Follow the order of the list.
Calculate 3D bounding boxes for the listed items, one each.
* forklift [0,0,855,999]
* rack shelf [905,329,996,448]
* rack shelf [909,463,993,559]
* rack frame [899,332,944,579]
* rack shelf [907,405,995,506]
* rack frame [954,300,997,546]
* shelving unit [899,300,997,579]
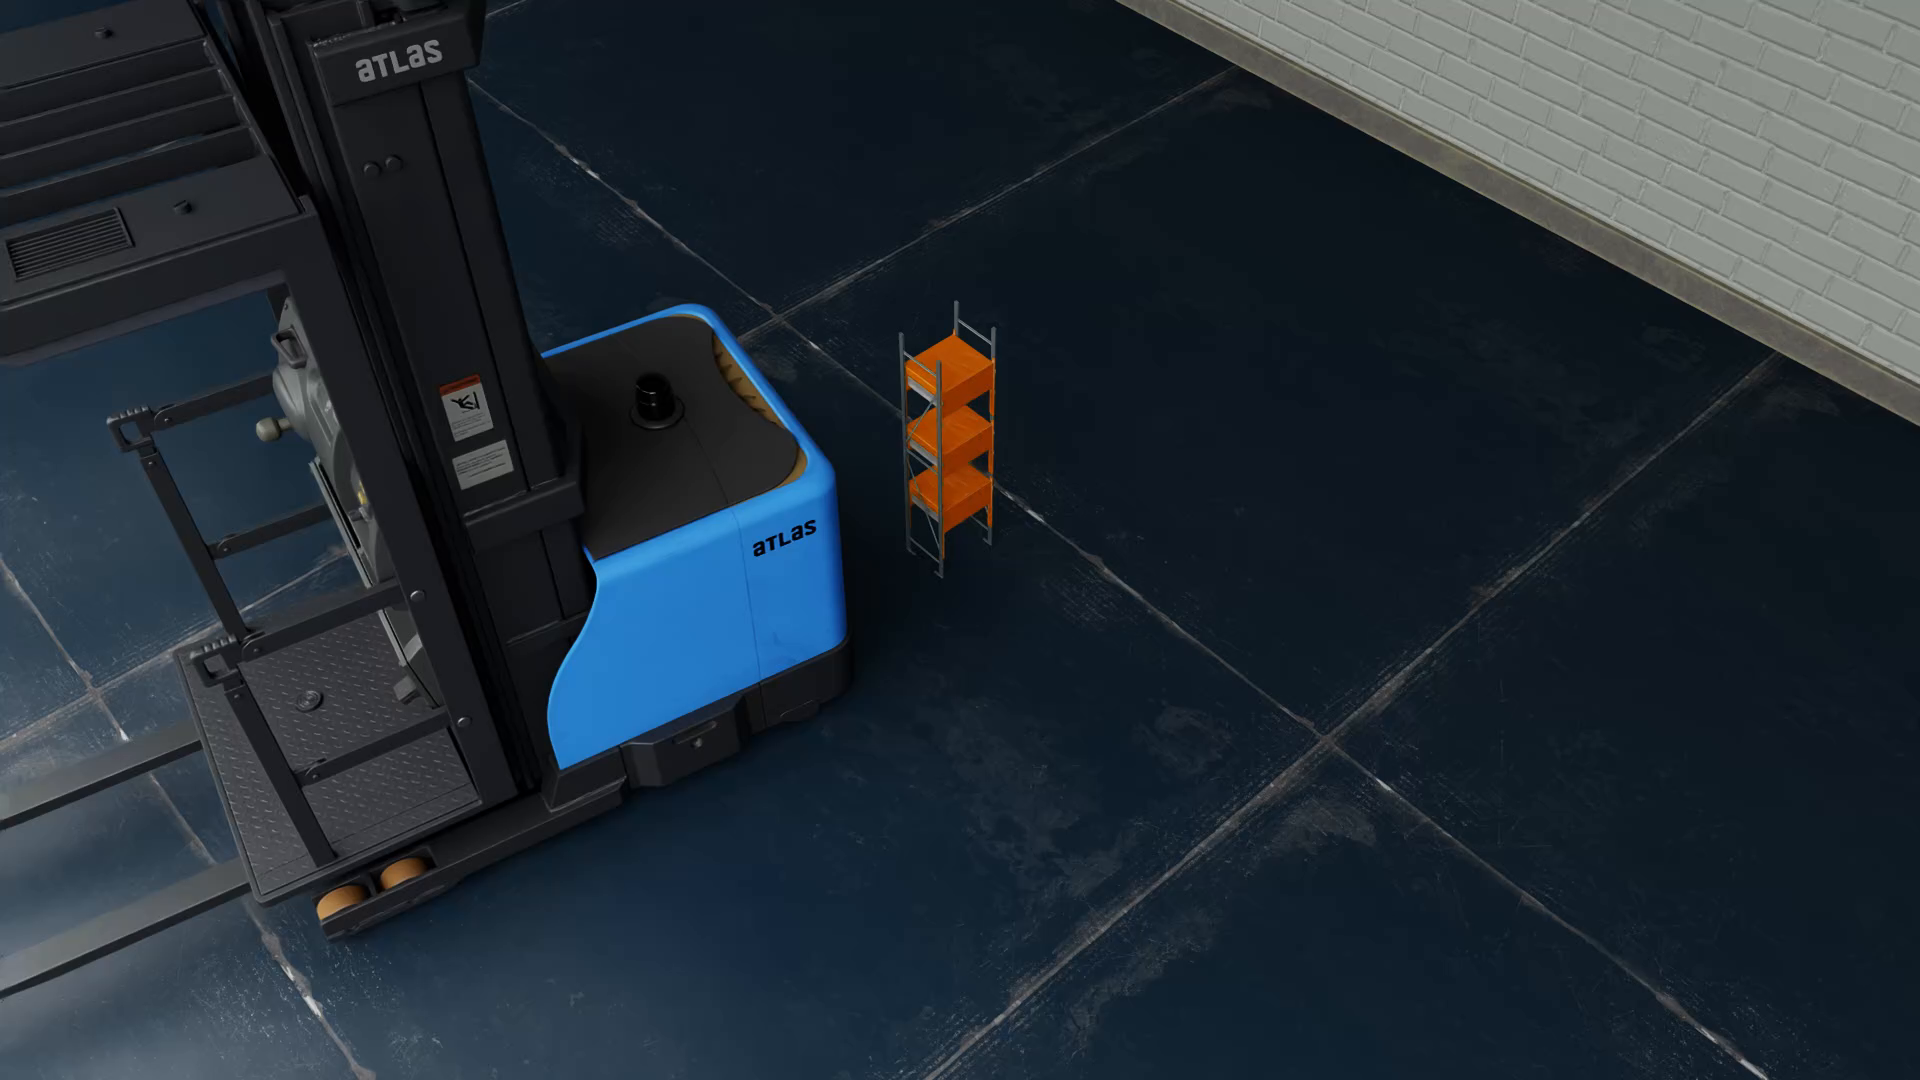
[{"bbox_3d":[-1.892,-0.222,4.460,3.031,2.935,1.130,-23,52,-20],"label":"forklift"},{"bbox_3d":[-0.040,-0.515,5.639,0.240,0.259,0.215,-34,56,-27],"label":"rack shelf"},{"bbox_3d":[-0.040,-0.134,6.052,0.240,0.259,0.215,-34,56,-27],"label":"rack shelf"},{"bbox_3d":[-0.130,-0.269,5.784,0.008,1.050,0.200,-34,56,-27],"label":"rack frame"},{"bbox_3d":[-0.040,-0.322,5.848,0.240,0.259,0.215,-34,56,-27],"label":"rack shelf"},{"bbox_3d":[0.051,-0.390,5.895,0.008,1.050,0.200,-34,56,-27],"label":"rack frame"},{"bbox_3d":[-0.040,-0.330,5.840,0.252,1.050,0.215,-34,56,-27],"label":"shelving unit"}]
